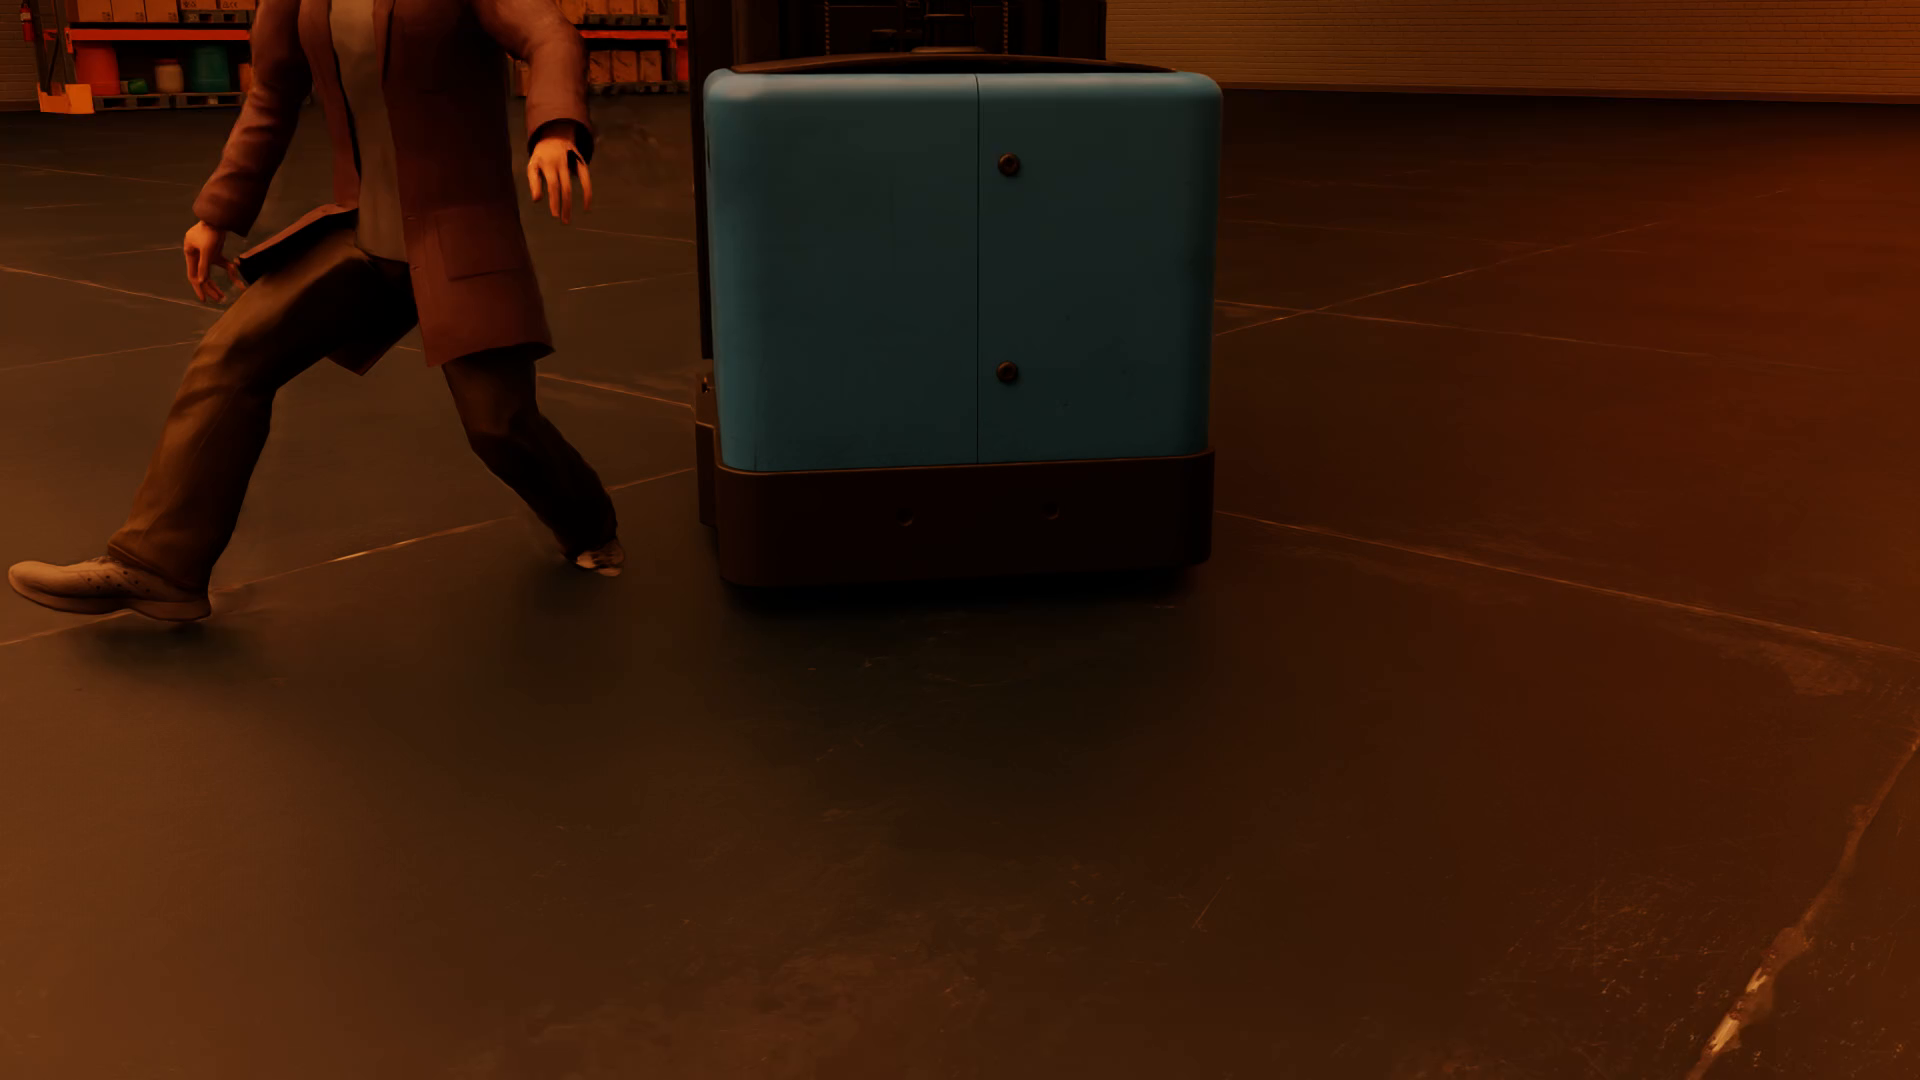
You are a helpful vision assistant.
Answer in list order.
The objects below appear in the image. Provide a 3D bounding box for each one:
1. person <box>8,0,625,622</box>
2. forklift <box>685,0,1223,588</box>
[{"bbox_3d":[-1.136,-0.572,3.330,1.195,1.614,1.049,7,18,21],"label":"person"},{"bbox_3d":[-0.201,-1.690,4.462,1.130,2.935,3.031,-3,17,-9],"label":"forklift"}]
